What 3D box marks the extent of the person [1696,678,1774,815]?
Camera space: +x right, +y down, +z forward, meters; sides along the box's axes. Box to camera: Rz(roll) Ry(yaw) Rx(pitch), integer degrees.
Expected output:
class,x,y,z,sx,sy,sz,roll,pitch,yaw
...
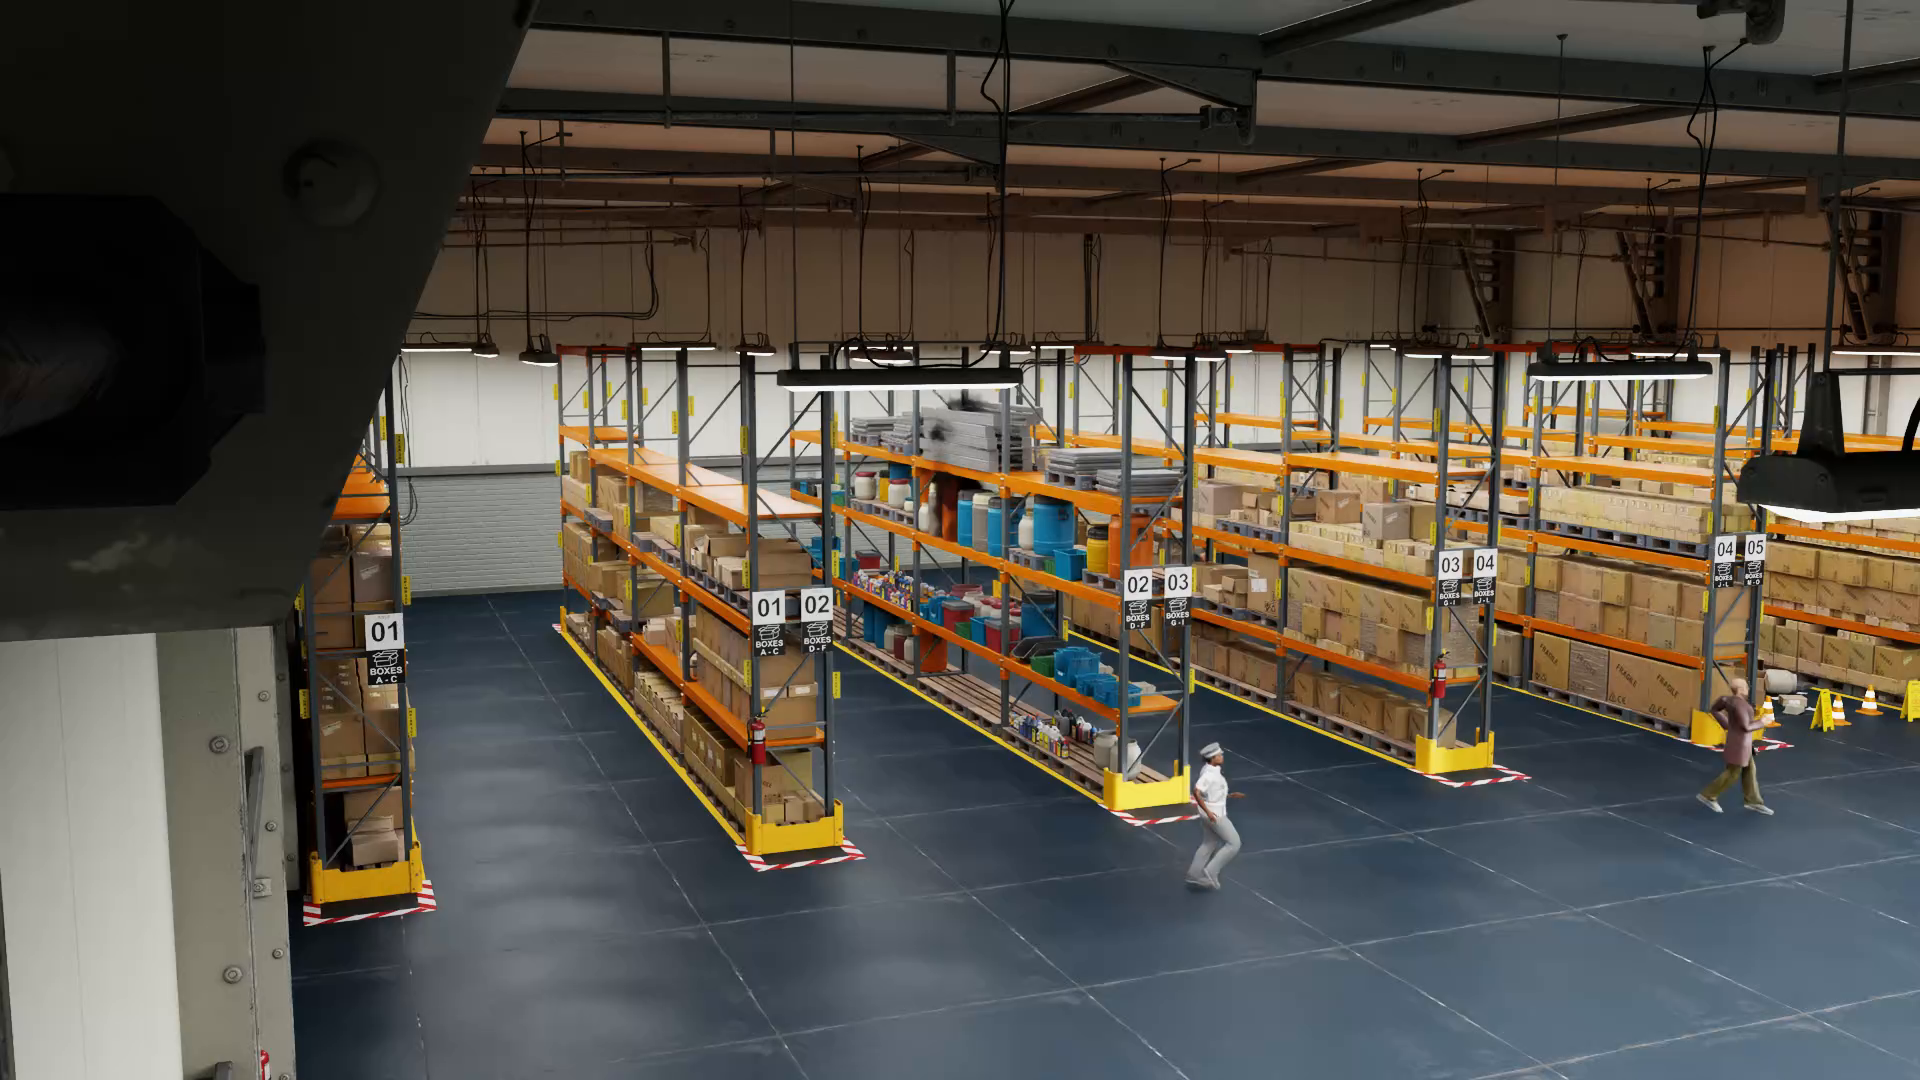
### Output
class,x,y,z,sx,sy,sz,roll,pitch,yaw
person,10.103,2.679,21.582,0.969,1.792,0.698,2,7,15

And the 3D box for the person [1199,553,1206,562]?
class,x,y,z,sx,sy,sz,roll,pitch,yaw
person,5.049,1.115,34.521,0.668,1.689,0.803,-4,8,-27

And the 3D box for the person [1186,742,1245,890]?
class,x,y,z,sx,sy,sz,roll,pitch,yaw
person,2.904,3.114,18.809,0.652,1.685,0.555,0,7,0
